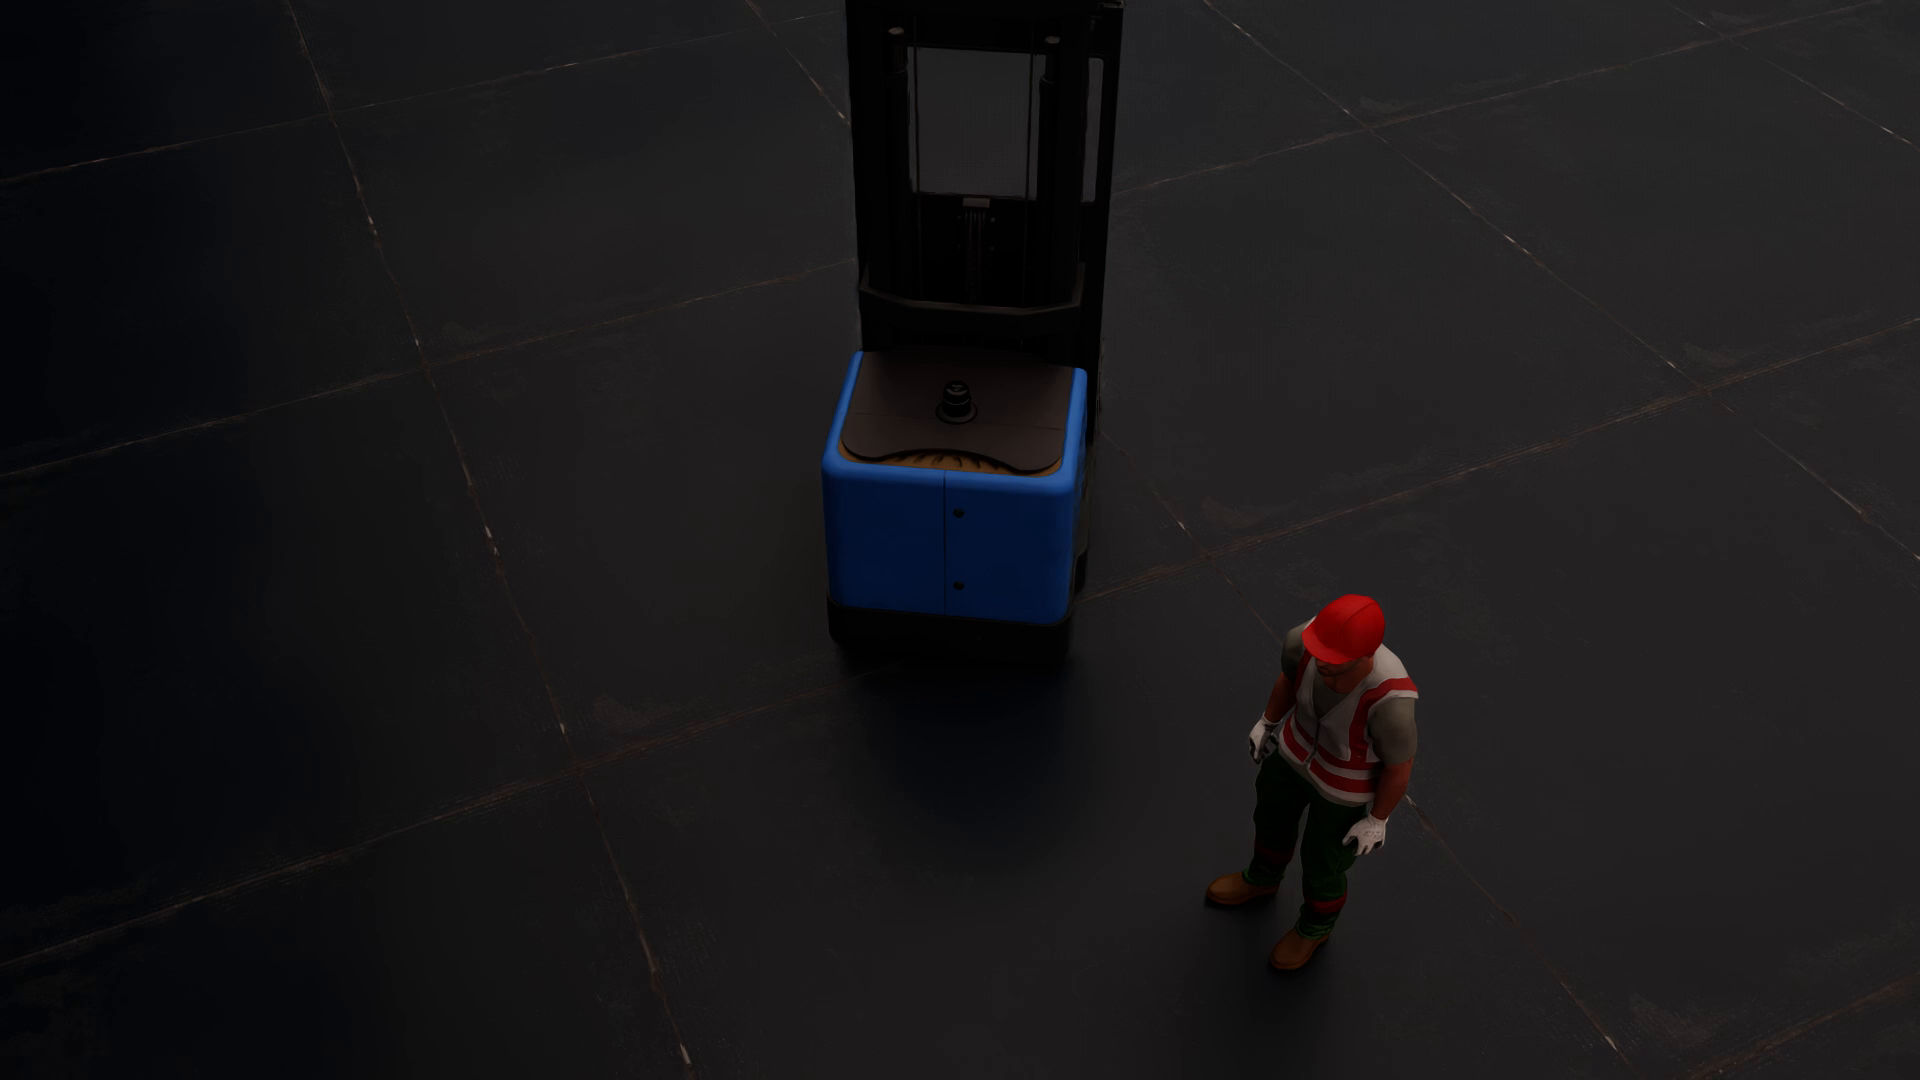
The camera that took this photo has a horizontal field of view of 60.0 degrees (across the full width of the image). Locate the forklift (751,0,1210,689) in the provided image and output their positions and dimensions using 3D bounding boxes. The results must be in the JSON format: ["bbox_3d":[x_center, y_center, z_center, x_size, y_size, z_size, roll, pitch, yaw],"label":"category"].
[{"bbox_3d":[0.301,-1.434,7.217,1.130,2.935,3.031,21,47,21],"label":"forklift"}]

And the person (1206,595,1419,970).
[{"bbox_3d":[1.227,0.805,5.665,0.452,1.779,0.618,-25,49,-25],"label":"person"}]
